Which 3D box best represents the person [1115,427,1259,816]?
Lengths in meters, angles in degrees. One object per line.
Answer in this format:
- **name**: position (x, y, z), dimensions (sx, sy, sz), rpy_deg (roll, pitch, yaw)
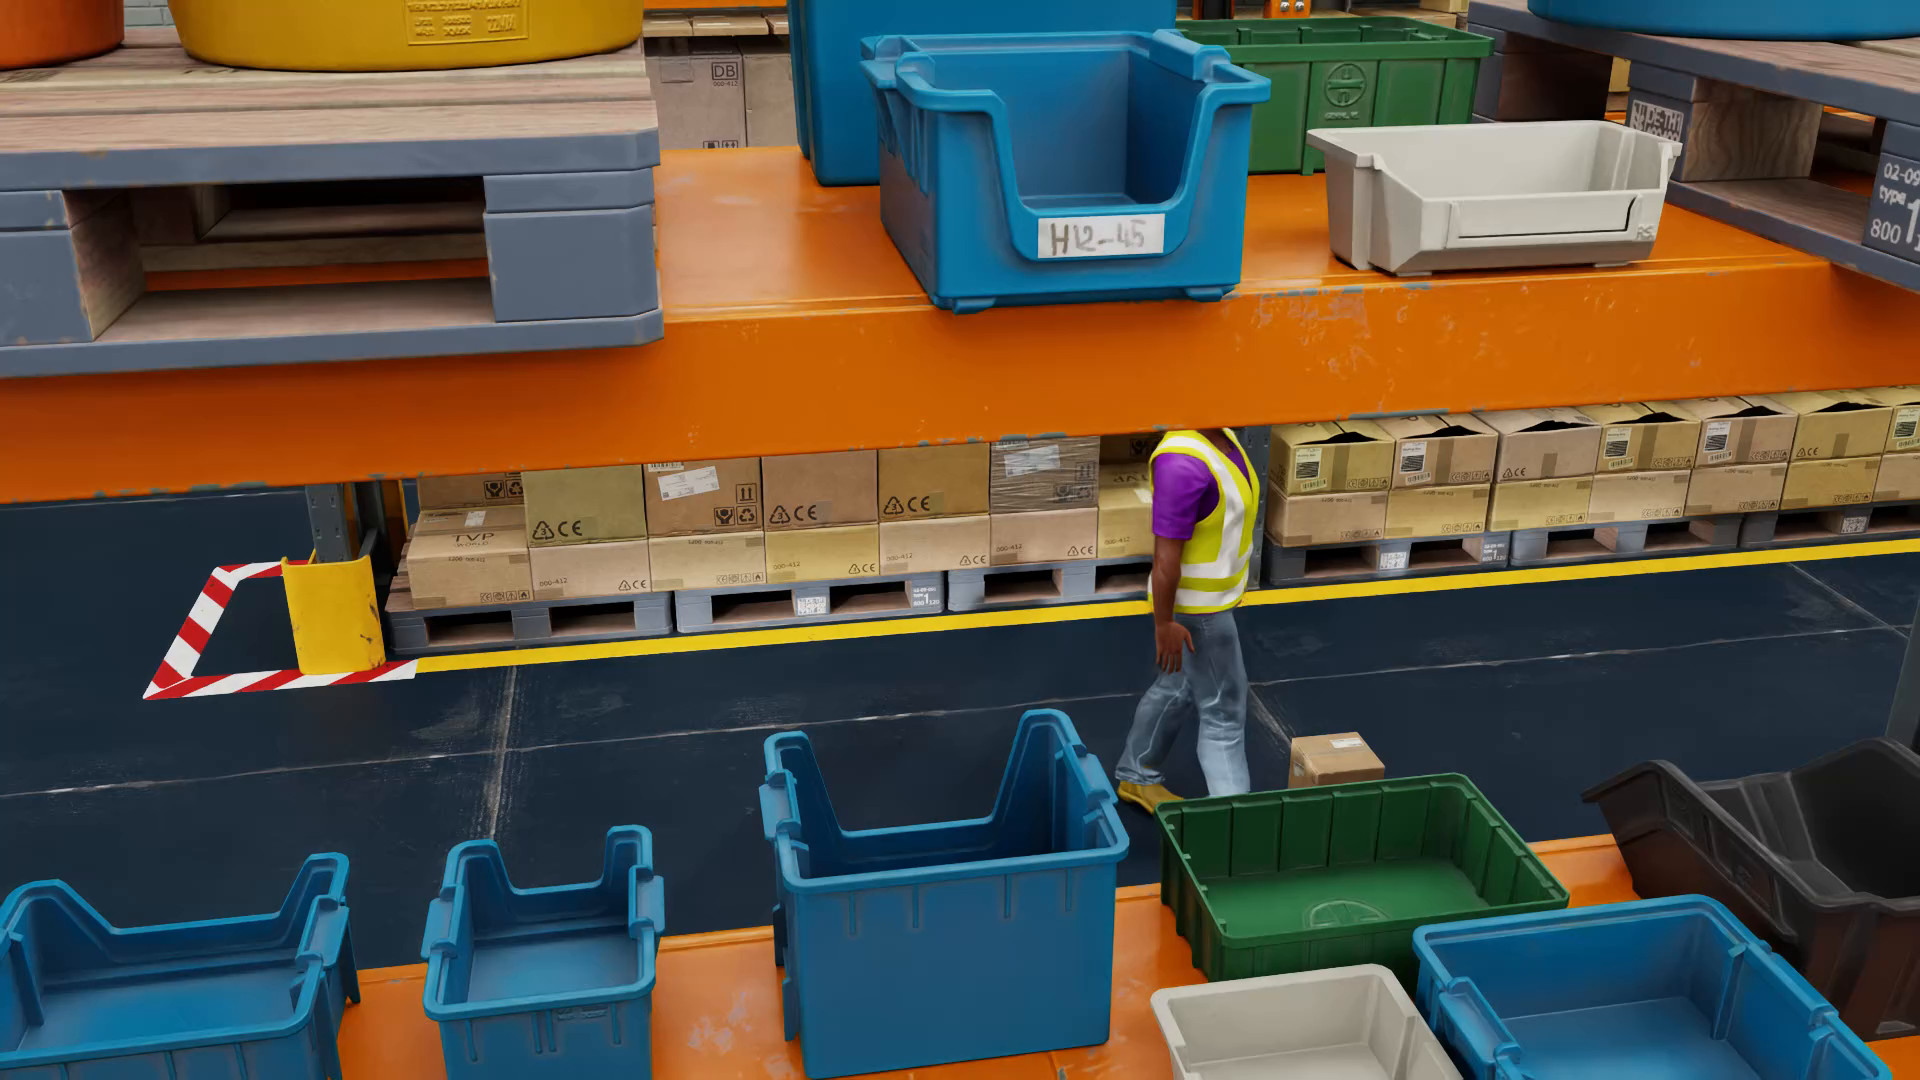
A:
- **person**: position (0.893, 0.197, 5.595), dimensions (0.732, 1.759, 0.587), rpy_deg (7, 24, 17)
